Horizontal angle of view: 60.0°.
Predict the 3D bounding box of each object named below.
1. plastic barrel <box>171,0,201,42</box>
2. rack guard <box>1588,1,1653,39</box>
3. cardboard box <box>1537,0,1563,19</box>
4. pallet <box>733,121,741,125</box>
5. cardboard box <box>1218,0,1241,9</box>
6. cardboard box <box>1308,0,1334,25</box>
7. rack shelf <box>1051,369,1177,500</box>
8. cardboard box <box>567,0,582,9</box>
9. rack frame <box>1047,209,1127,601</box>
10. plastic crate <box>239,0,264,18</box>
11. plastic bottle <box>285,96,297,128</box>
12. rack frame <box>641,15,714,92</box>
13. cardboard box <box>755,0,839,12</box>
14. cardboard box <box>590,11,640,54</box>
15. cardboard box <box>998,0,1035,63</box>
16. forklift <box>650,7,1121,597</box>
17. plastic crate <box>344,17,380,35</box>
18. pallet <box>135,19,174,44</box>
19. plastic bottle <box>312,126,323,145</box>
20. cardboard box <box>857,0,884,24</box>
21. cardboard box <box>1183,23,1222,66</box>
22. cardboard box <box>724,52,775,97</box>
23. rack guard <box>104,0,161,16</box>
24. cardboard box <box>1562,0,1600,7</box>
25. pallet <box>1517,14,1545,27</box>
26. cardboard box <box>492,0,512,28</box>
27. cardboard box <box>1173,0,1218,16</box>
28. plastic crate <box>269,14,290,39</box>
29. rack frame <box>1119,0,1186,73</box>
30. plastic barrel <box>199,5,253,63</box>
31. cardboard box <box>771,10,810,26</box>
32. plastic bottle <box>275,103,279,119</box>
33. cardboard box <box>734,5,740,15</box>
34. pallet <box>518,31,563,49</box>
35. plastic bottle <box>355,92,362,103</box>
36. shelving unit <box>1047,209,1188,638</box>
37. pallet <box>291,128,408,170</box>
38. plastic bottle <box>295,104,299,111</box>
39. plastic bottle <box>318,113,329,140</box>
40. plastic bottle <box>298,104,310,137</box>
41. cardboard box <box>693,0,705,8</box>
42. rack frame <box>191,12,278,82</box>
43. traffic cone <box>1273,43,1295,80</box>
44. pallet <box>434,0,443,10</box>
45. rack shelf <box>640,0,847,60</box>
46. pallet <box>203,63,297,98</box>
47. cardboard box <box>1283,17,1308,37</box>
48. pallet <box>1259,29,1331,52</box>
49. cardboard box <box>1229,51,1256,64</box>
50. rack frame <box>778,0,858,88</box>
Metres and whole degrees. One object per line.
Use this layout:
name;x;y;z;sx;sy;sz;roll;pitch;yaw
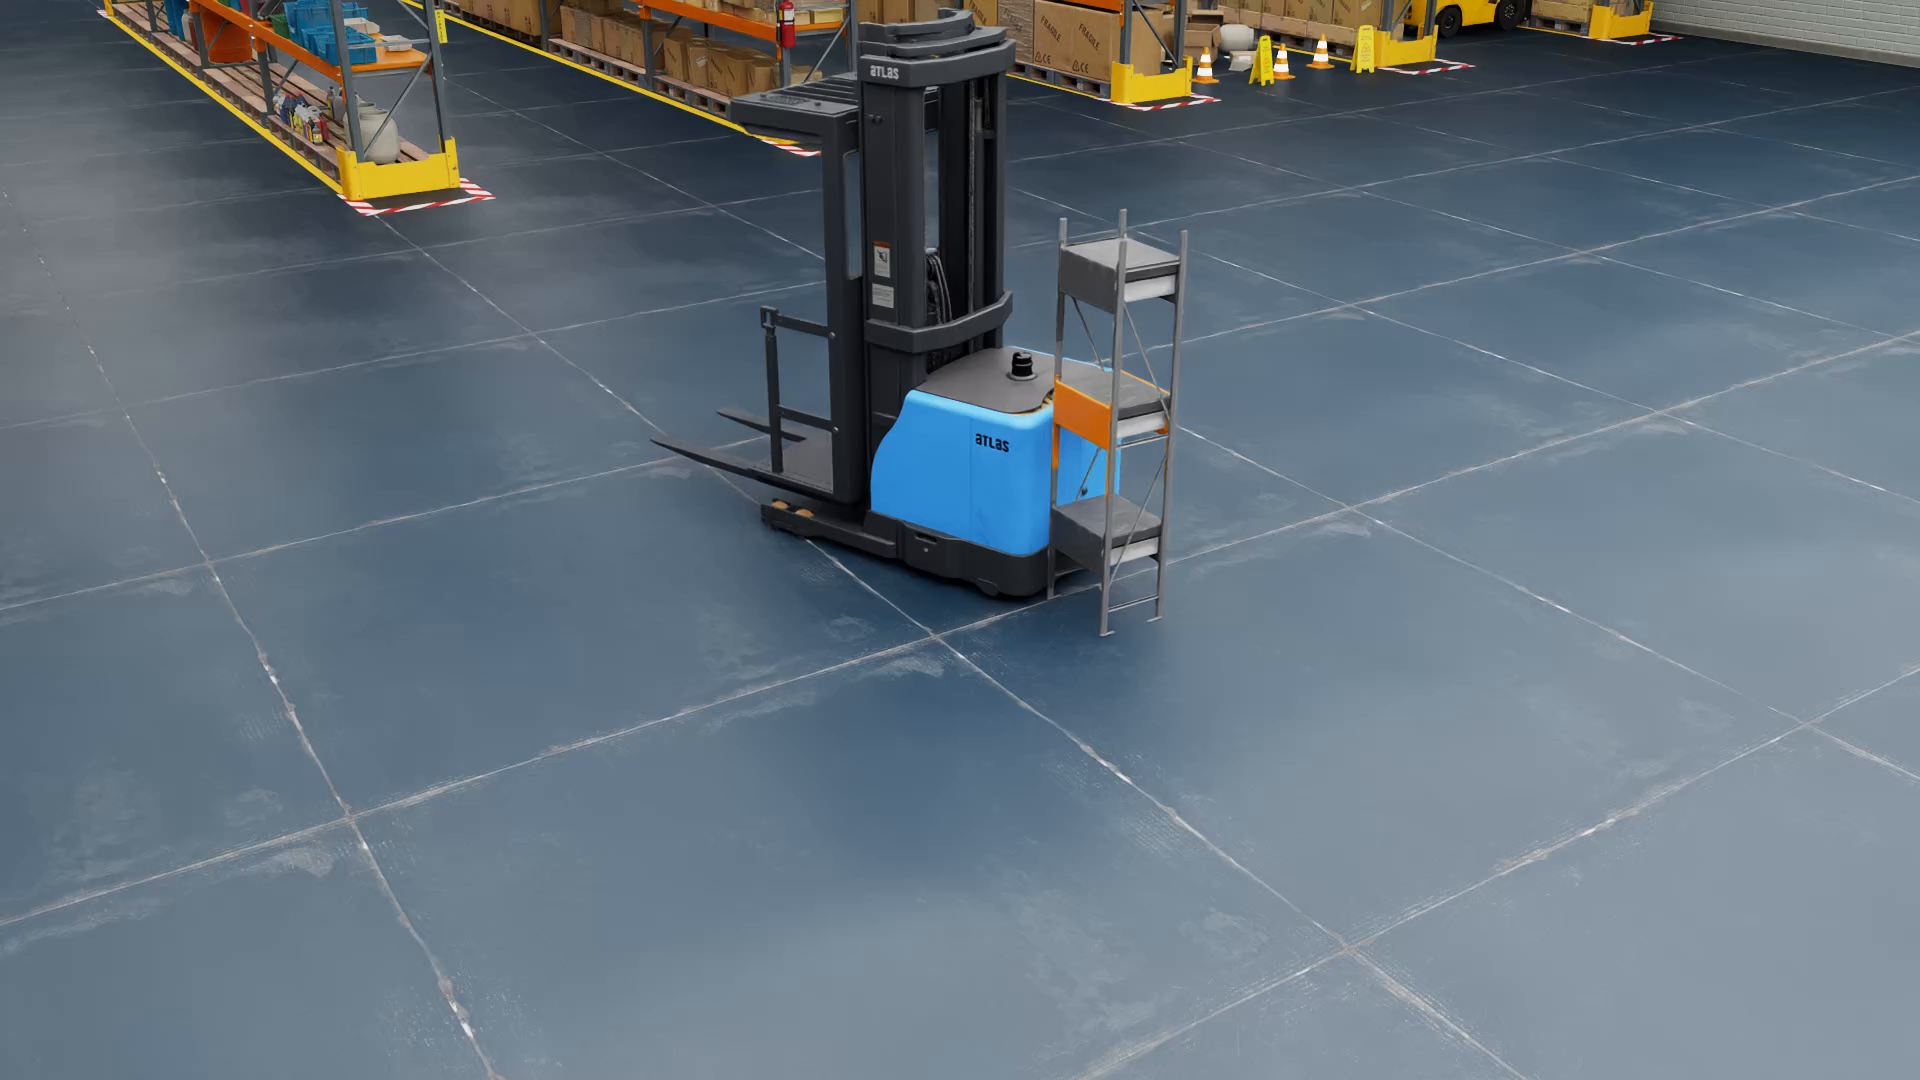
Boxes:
plastic barrel;-11.692;-8.115;25.392;0.600;0.901;0.708;-16;29;-30
rack guard;10.812;-8.516;27.204;1.175;0.500;0.348;-16;29;-30
cardboard box;10.014;-8.876;27.768;0.500;0.250;0.500;-16;29;-30
pallet;-2.116;-5.253;20.630;1.003;0.211;1.213;-16;29;-30
cardboard box;4.555;-8.939;27.023;0.500;0.500;0.500;-14;29;-27
cardboard box;5.699;-8.194;25.445;0.500;0.500;0.500;-14;29;-28
rack shelf;0.782;-0.565;8.514;0.431;0.518;0.480;-14;29;-29
cardboard box;-5.637;-8.224;25.192;0.500;0.250;0.500;-14;29;-28
rack frame;0.654;-0.666;8.695;0.400;2.100;0.015;-14;29;-29
plastic crate;-8.515;-6.595;20.131;0.402;0.464;0.583;-16;29;-30
plastic bottle;-7.798;-5.012;19.441;0.144;0.351;0.185;-17;30;-32
rack frame;-3.844;-7.618;22.374;1.000;3.000;0.127;-16;29;-30
cardboard box;-1.938;-6.571;19.689;0.875;0.500;0.500;-16;29;-30
cardboard box;-5.017;-7.486;24.507;0.700;0.500;0.500;-13;28;-25
cardboard box;1.147;-7.404;23.918;0.875;0.875;0.875;-15;29;-29
forklift;-0.563;-1.502;9.498;3.031;2.935;1.130;17;30;32
plastic crate;-6.895;-5.823;18.880;0.530;0.136;0.437;-16;29;-30
pallet;-12.795;-8.319;27.124;1.003;0.211;1.213;-16;29;-30
plastic bottle;-7.180;-4.522;18.577;0.097;0.201;0.097;0;25;0
cardboard box;-1.080;-8.791;27.001;1.050;0.750;0.750;-15;29;-29
cardboard box;3.562;-7.406;24.850;0.637;0.503;0.797;7;26;15
cardboard box;-2.668;-5.909;21.189;0.500;0.500;0.500;-13;28;-25
rack guard;-14.569;-9.631;29.567;1.175;0.500;0.348;-16;29;-30
cardboard box;10.272;-8.929;27.294;0.500;0.250;0.500;-16;30;-30
pallet;9.685;-9.094;28.766;1.003;0.211;1.213;-16;29;-30
cardboard box;-6.867;-8.850;26.981;1.225;0.875;0.875;-15;29;-29
cardboard box;4.170;-9.116;28.134;0.950;0.372;0.625;-15;29;-29
plastic crate;-7.490;-5.817;18.807;0.450;0.188;0.662;-16;29;-30
rack frame;2.550;-7.307;21.716;1.000;3.000;0.127;-16;29;-30
plastic barrel;-10.459;-7.274;23.696;0.600;0.830;0.708;-16;29;-30
cardboard box;-1.989;-6.128;19.511;0.380;0.149;0.250;-16;29;-30
plastic bottle;-8.132;-5.145;19.898;0.097;0.201;0.097;0;25;0
cardboard box;-2.530;-6.487;20.272;0.380;0.149;0.250;-16;29;-30
pallet;-6.395;-8.088;26.635;1.003;0.211;1.213;-16;29;-30
plastic bottle;-7.120;-5.118;19.665;0.144;0.351;0.185;-16;29;-30
shelving unit;0.782;-0.577;8.508;0.431;2.100;0.503;-14;29;-29
pallet;-6.992;-4.516;19.070;1.003;0.211;1.213;-16;29;-30
plastic bottle;-7.686;-4.932;19.365;0.097;0.271;0.097;0;25;0
plastic bottle;-7.206;-4.680;18.817;0.061;0.283;0.133;-16;29;-30
plastic bottle;-7.465;-4.794;18.978;0.144;0.351;0.185;-14;29;-27
cardboard box;-3.149;-6.824;20.987;0.380;0.149;0.250;-16;29;-30
rack frame;-10.178;-7.895;22.960;1.000;3.000;0.127;-16;29;-30
traffic cone;4.582;-6.823;23.661;0.336;0.463;0.334;-16;29;-30
pallet;-9.231;-9.946;30.571;1.003;0.211;1.213;-16;29;-30
rack shelf;-2.752;-6.578;21.013;1.077;0.370;4.000;-16;29;-30
pallet;-9.787;-6.348;22.949;1.003;0.211;1.213;-16;29;-30
cardboard box;5.409;-8.043;26.003;0.500;0.250;0.500;-17;30;-31
pallet;5.525;-7.998;26.445;1.003;0.211;1.213;-16;29;-30
cardboard box;4.235;-7.206;24.840;0.380;0.149;0.250;-1;25;-3
rack frame;-1.661;-6.188;19.344;1.000;3.000;0.127;-16;29;-30
